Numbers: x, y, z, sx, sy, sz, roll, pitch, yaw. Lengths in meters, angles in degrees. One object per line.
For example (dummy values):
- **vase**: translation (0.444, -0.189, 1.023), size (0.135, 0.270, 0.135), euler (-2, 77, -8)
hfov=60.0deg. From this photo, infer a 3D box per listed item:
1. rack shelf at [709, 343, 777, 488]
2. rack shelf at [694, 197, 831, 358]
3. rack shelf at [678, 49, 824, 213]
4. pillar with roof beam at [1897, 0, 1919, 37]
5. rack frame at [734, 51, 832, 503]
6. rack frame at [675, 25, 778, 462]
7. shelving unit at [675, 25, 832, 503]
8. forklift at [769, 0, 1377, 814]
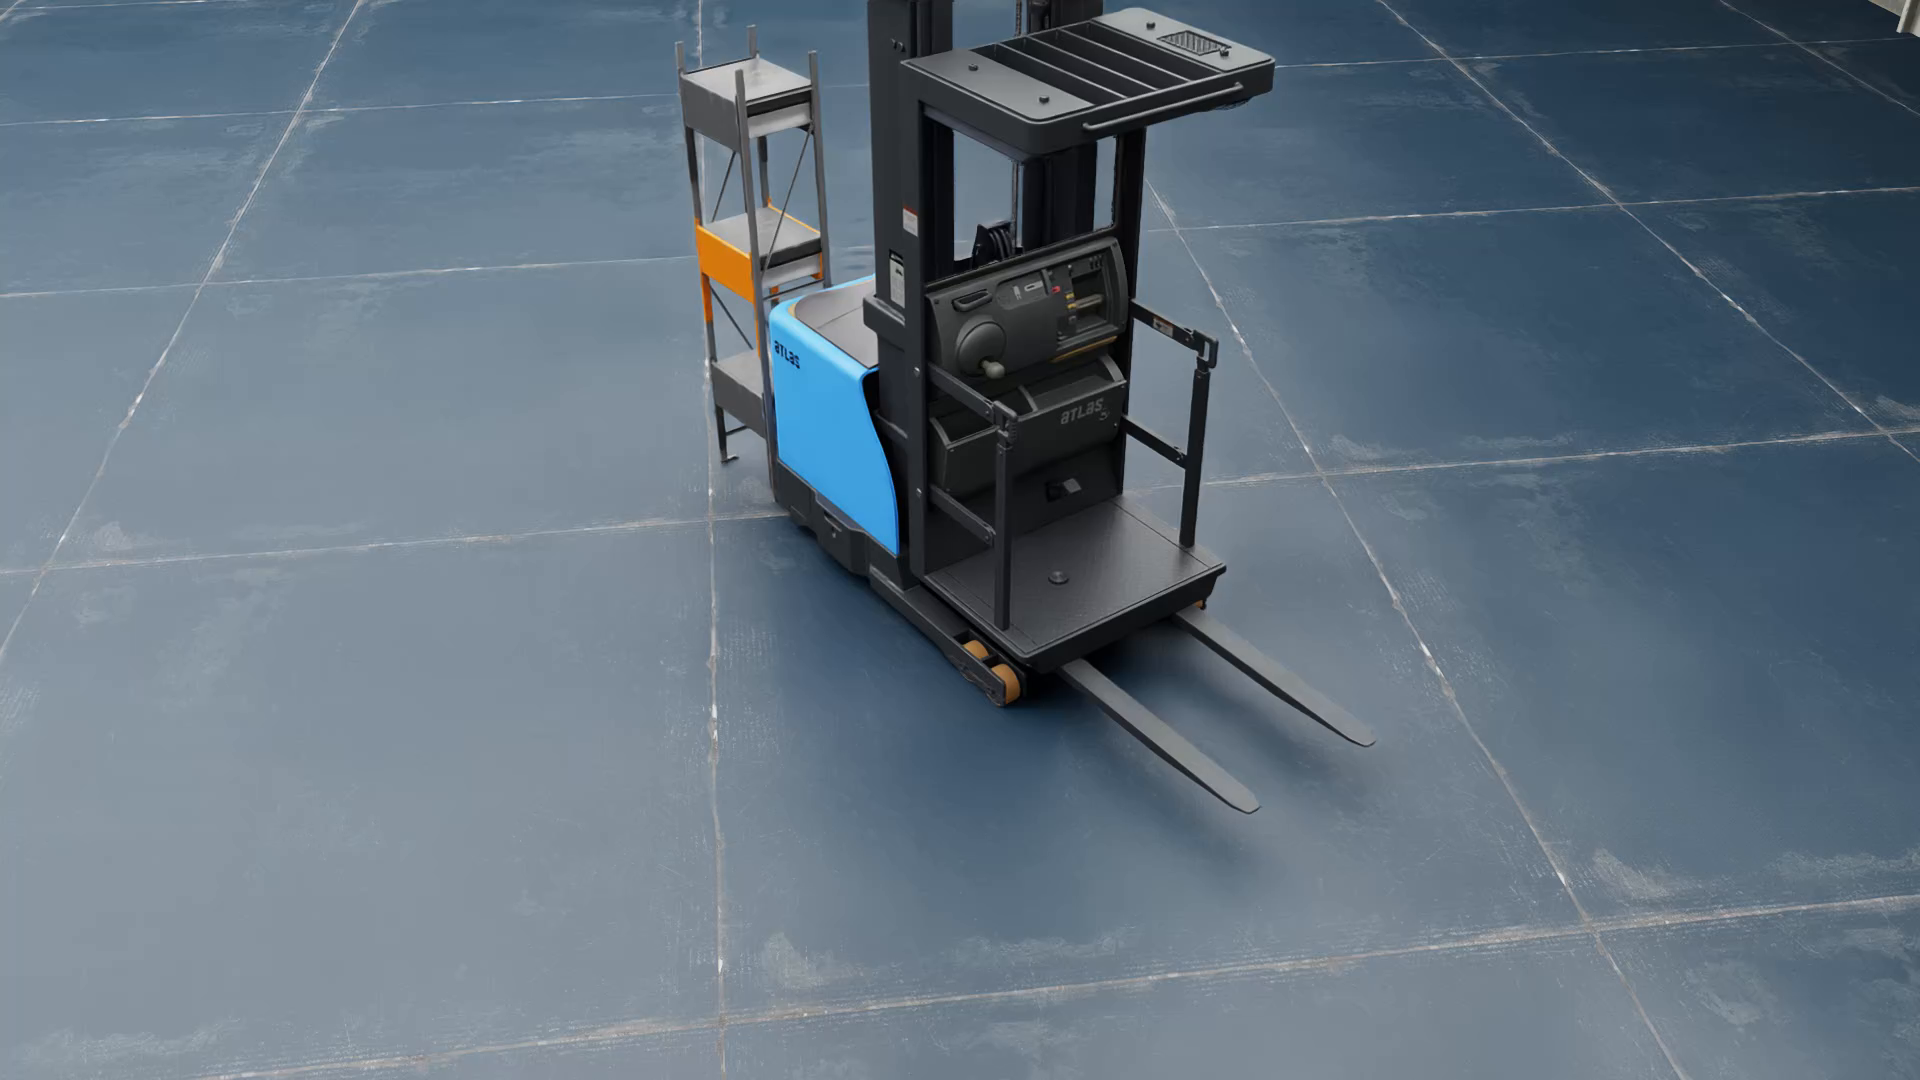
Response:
- **rack shelf**: translation (-0.892, -0.636, 8.075), size (0.431, 0.518, 0.480), euler (-24, 40, -30)
- **rack shelf**: translation (-0.902, -1.219, 7.689), size (0.431, 0.518, 0.480), euler (-24, 40, -30)
- **rack shelf**: translation (-0.912, -1.802, 7.302), size (0.431, 0.518, 0.480), euler (-24, 40, -30)
- **pillar with roof beam**: translation (3.838, -7.606, 10.920), size (9.100, 9.000, 0.400), euler (-4, 35, -6)
- **rack frame**: translation (-0.752, -1.126, 7.519), size (0.400, 2.100, 0.015), euler (-24, 40, -30)
- **rack frame**: translation (-1.052, -1.335, 7.843), size (0.400, 2.100, 0.015), euler (-24, 40, -30)
- **shelving unit**: translation (-0.902, -1.230, 7.681), size (0.431, 2.100, 0.503), euler (-24, 40, -30)
- **forklift**: translation (0.409, -0.852, 6.397), size (1.130, 2.935, 3.031), euler (-22, 40, -29)
